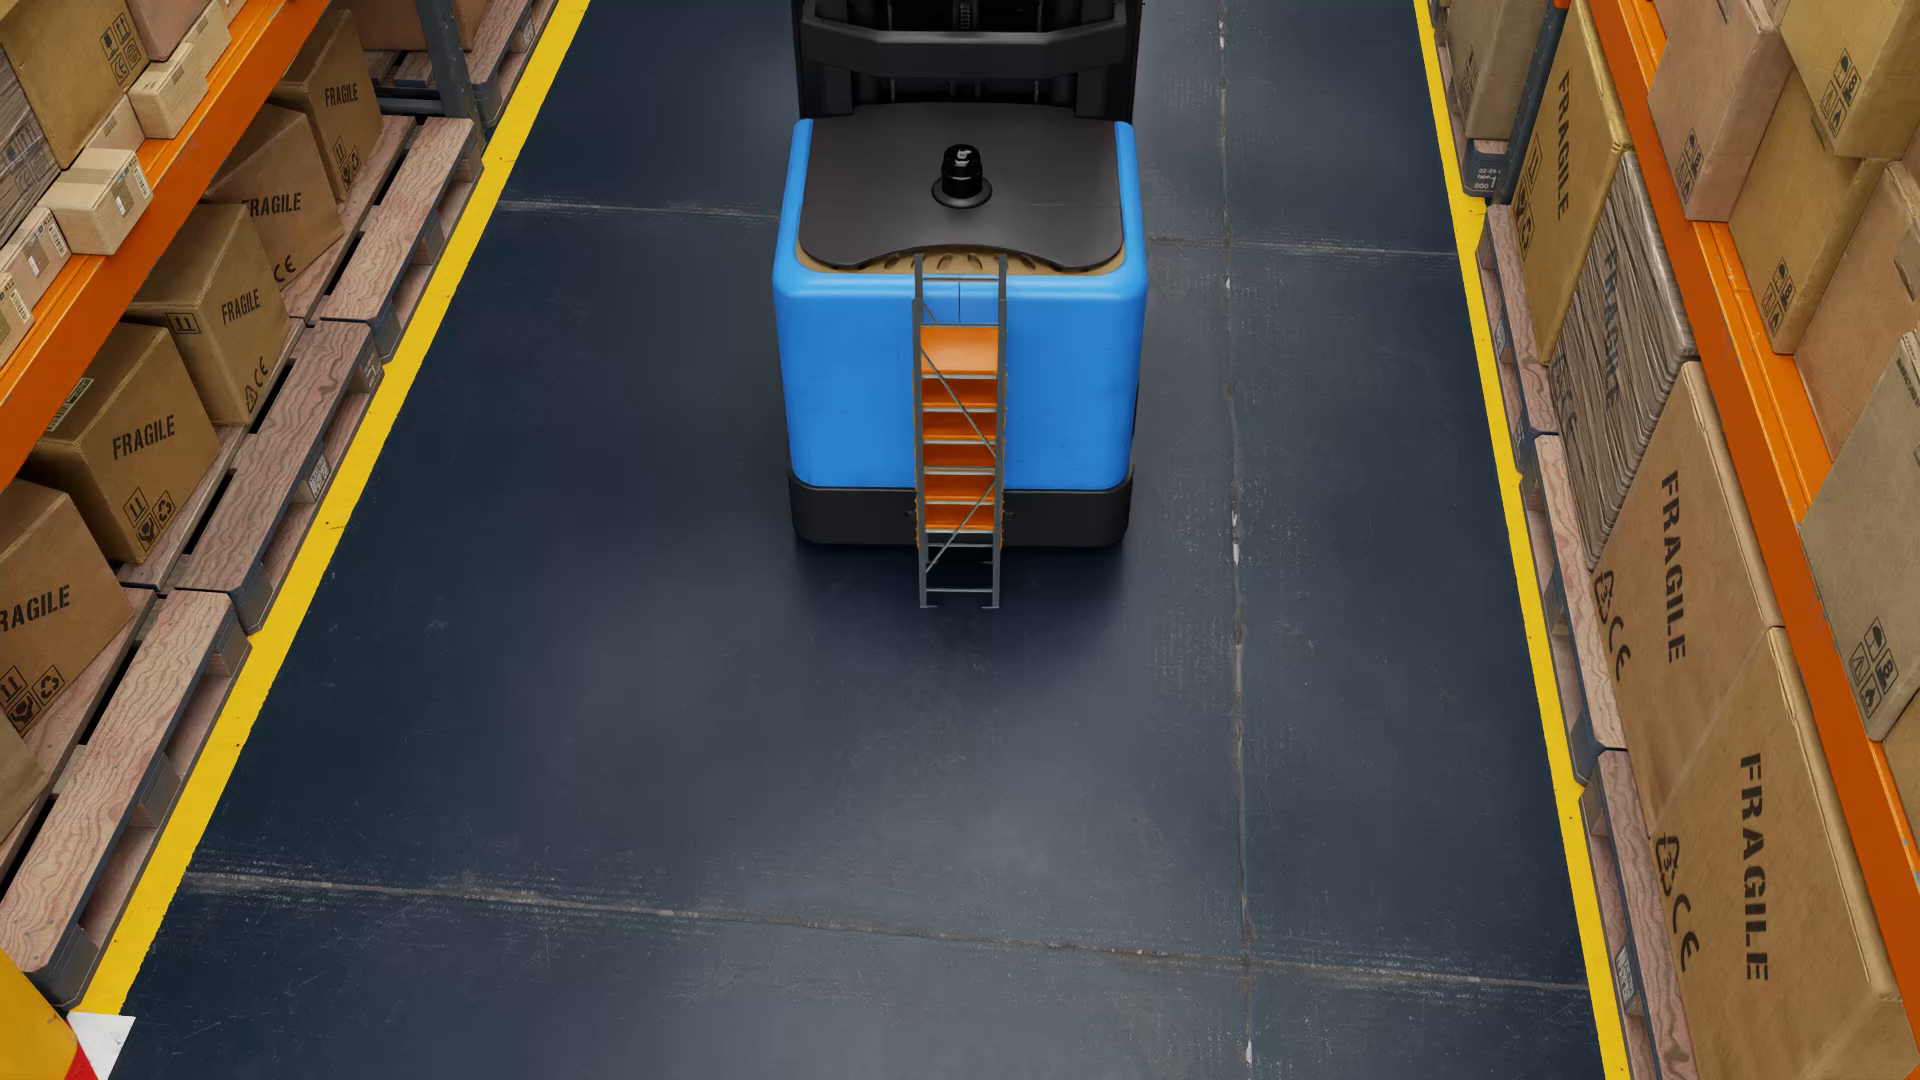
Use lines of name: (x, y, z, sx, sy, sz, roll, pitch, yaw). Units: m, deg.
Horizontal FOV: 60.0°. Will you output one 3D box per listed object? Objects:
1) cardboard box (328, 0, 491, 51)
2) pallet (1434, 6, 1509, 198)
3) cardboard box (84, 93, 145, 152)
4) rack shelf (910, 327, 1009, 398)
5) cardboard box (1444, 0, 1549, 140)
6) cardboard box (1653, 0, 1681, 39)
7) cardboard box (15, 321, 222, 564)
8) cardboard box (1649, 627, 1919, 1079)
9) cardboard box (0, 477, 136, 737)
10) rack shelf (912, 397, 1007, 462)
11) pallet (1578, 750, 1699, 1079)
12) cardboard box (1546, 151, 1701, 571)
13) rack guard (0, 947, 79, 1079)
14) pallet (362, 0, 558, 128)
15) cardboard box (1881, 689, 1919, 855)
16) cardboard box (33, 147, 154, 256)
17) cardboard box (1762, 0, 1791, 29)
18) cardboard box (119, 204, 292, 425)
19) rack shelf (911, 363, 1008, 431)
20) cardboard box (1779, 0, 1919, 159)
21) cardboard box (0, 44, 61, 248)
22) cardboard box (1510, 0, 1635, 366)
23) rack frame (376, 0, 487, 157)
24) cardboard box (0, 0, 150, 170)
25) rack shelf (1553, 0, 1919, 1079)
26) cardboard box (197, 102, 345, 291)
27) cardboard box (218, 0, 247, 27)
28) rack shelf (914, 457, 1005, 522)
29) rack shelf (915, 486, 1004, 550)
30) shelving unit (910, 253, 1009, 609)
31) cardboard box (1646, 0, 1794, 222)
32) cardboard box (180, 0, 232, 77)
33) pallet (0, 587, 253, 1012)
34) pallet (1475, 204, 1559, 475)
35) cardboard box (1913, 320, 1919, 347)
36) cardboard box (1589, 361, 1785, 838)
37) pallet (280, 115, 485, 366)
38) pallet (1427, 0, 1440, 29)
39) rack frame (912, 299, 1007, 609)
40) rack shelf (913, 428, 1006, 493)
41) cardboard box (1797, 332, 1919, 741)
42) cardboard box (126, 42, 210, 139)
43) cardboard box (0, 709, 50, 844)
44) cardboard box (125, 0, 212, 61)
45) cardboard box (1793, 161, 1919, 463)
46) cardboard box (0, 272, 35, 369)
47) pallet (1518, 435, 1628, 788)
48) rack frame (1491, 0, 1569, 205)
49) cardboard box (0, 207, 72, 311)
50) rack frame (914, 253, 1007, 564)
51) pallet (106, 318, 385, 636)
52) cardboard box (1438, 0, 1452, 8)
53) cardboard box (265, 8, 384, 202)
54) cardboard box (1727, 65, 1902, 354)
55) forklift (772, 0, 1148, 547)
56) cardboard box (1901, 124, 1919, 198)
cardboard box: (-2.333, -2.346, 6.759, 0.700, 0.500, 0.500, 1, 48, 1)
pallet: (2.515, -1.815, 6.767, 1.003, 0.211, 1.213, 4, 48, 4)
cardboard box: (-2.388, -1.049, 4.347, 0.380, 0.149, 0.250, 4, 48, 4)
rack shelf: (0.000, -0.479, 4.447, 0.258, 0.103, 0.180, 1, 48, 1)
cardboard box: (2.487, -2.029, 6.313, 1.050, 0.750, 0.750, 4, 48, 3)
cardboard box: (2.470, -1.557, 4.540, 0.875, 0.550, 0.550, 4, 48, 4)
cardboard box: (-2.605, -0.309, 4.909, 0.500, 0.500, 0.500, 8, 48, 7)
cardboard box: (2.151, 0.828, 3.615, 0.875, 0.875, 0.875, 4, 48, 4)
cardboard box: (-2.681, 0.150, 4.489, 0.500, 0.500, 0.500, 15, 49, 14)
rack shelf: (0.000, -0.317, 4.624, 0.258, 0.103, 0.180, 1, 48, 1)
pallet: (2.150, 1.104, 4.097, 1.003, 0.211, 1.213, 4, 48, 4)
cardboard box: (2.314, -0.488, 4.819, 0.875, 0.875, 0.875, 4, 48, 4)
rack guard: (-2.768, 1.135, 3.873, 1.175, 0.500, 0.348, 4, 48, 4)
pallet: (-2.341, -2.223, 7.140, 1.003, 0.211, 1.213, 4, 48, 4)
cardboard box: (2.144, 0.429, 2.723, 0.875, 0.550, 0.550, 4, 48, 4)
cardboard box: (-2.278, -0.857, 4.171, 0.380, 0.149, 0.250, 4, 48, 4)
cardboard box: (2.331, -1.531, 3.784, 0.875, 0.550, 0.550, 4, 48, 4)
cardboard box: (-2.510, -0.716, 5.281, 0.500, 0.500, 0.500, 0, 48, 0)
rack shelf: (0.000, -0.398, 4.536, 0.258, 0.103, 0.180, 1, 48, 1)
cardboard box: (2.291, -1.141, 3.427, 0.875, 0.550, 0.500, 4, 48, 4)
cardboard box: (-2.683, -0.929, 3.797, 0.875, 0.500, 0.500, 4, 48, 4)
cardboard box: (2.393, -1.151, 5.425, 0.875, 0.875, 0.875, 5, 48, 4)
rack frame: (-2.410, -2.592, 5.588, 1.000, 3.000, 0.127, 4, 48, 4)
cardboard box: (-2.626, -1.295, 4.133, 0.875, 0.500, 0.500, 4, 48, 4)
rack shelf: (2.337, -0.471, 4.136, 1.077, 0.370, 4.000, 4, 48, 4)
cardboard box: (-2.531, -1.177, 5.703, 0.500, 0.500, 0.500, 18, 50, 16)
cardboard box: (-2.318, -1.600, 4.851, 0.380, 0.149, 0.250, 4, 48, 4)
rack shelf: (0.000, -0.155, 4.801, 0.258, 0.103, 0.180, 1, 48, 1)
rack shelf: (0.000, -0.074, 4.890, 0.258, 0.103, 0.180, 1, 48, 1)
shelving unit: (0.000, -0.266, 4.680, 0.258, 1.200, 0.189, 1, 48, 1)
cardboard box: (2.304, -1.168, 4.184, 0.875, 0.550, 0.550, 4, 48, 4)
cardboard box: (-2.301, -1.414, 4.681, 0.380, 0.149, 0.250, 4, 48, 4)
pallet: (-2.659, 0.638, 4.523, 1.003, 0.211, 1.213, 4, 48, 4)
pallet: (2.373, -0.689, 5.737, 1.003, 0.211, 1.213, 4, 48, 4)
cardboard box: (2.186, -0.340, 2.695, 0.875, 0.550, 0.550, 4, 48, 4)
cardboard box: (2.229, 0.181, 4.207, 0.875, 0.875, 0.875, 3, 48, 3)
pallet: (-2.436, -1.155, 6.163, 1.003, 0.211, 1.213, 4, 48, 4)
pallet: (2.624, -2.714, 7.589, 1.003, 0.211, 1.213, 4, 48, 4)
rack frame: (-0.002, -0.198, 4.618, 0.240, 1.200, 0.006, 1, 48, 1)
rack shelf: (0.000, -0.236, 4.713, 0.258, 0.103, 0.180, 1, 48, 1)
cardboard box: (2.172, 0.024, 3.094, 0.875, 0.550, 0.550, 4, 48, 4)
cardboard box: (-2.289, -1.228, 4.510, 0.380, 0.149, 0.250, 4, 48, 4)
cardboard box: (-2.701, 0.592, 4.085, 0.500, 0.500, 0.500, 12, 49, 11)
cardboard box: (-2.539, -1.660, 4.466, 0.875, 0.500, 0.500, 4, 48, 4)
cardboard box: (2.348, -0.380, 3.463, 0.875, 0.550, 0.550, 4, 48, 4)
cardboard box: (-2.400, -0.494, 3.840, 0.380, 0.149, 0.250, 4, 48, 4)
pallet: (2.264, 0.210, 4.915, 1.003, 0.211, 1.213, 4, 48, 4)
rack frame: (2.520, -2.184, 5.215, 1.000, 3.000, 0.127, 4, 48, 4)
cardboard box: (-2.404, -0.680, 4.009, 0.380, 0.149, 0.250, 4, 48, 4)
rack frame: (0.001, -0.333, 4.742, 0.240, 1.200, 0.006, 1, 48, 1)
pallet: (-2.545, -0.256, 5.341, 1.003, 0.211, 1.213, 4, 48, 4)
cardboard box: (2.578, -2.737, 6.961, 1.050, 0.750, 0.750, 4, 48, 4)
cardboard box: (-2.487, -1.599, 6.089, 0.500, 0.500, 0.500, 3, 48, 2)
cardboard box: (2.355, -0.772, 3.821, 0.875, 0.550, 0.500, 4, 48, 4)
forklift: (0.024, -2.041, 5.131, 1.130, 2.935, 3.031, 1, 48, 1)
cardboard box: (2.372, -0.742, 3.063, 0.875, 0.550, 0.550, 4, 48, 4)
